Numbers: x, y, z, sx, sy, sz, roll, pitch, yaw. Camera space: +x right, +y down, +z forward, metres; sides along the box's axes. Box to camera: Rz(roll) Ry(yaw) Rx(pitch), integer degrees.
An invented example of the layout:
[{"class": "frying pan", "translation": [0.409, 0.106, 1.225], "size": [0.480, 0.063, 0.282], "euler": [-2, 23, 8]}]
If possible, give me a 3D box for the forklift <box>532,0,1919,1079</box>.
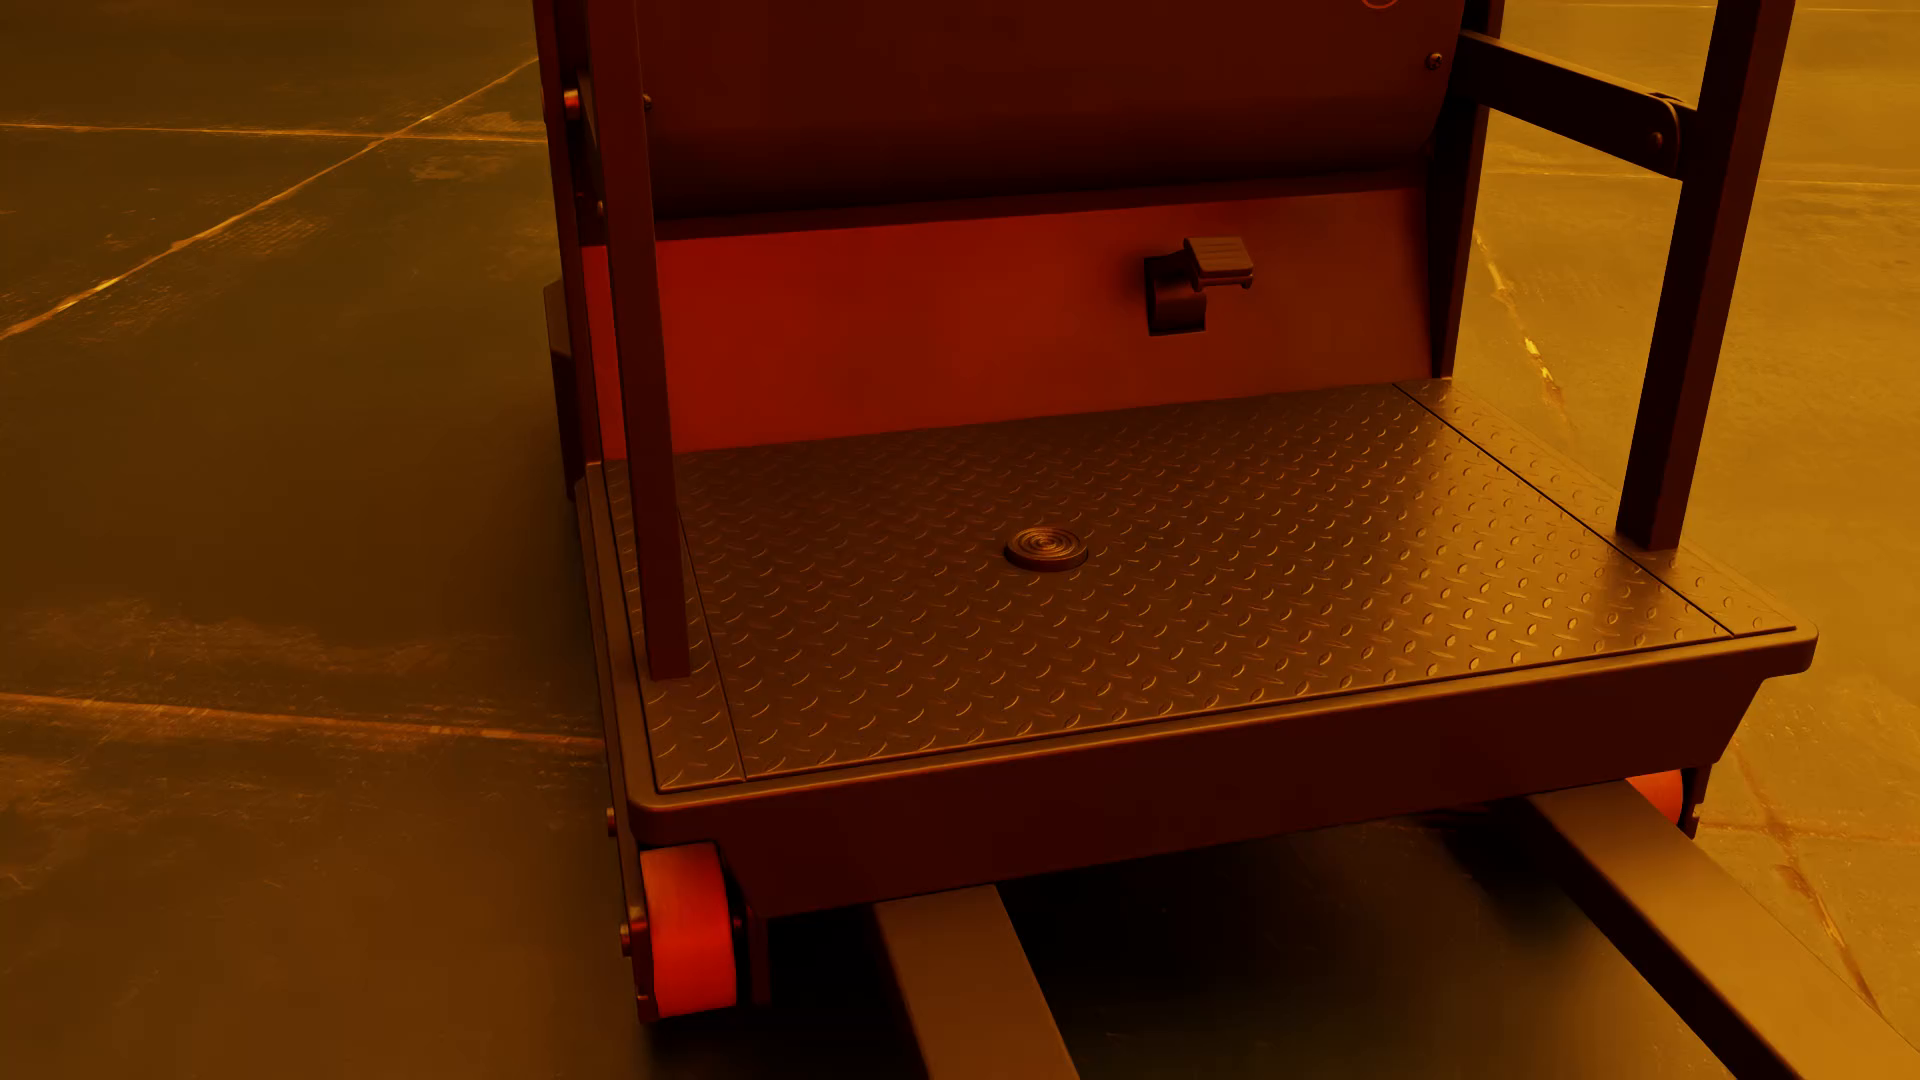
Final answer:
[{"class": "forklift", "translation": [0.153, -1.049, 1.319], "size": [1.130, 2.935, 3.031], "euler": [-7, 27, -13]}]
